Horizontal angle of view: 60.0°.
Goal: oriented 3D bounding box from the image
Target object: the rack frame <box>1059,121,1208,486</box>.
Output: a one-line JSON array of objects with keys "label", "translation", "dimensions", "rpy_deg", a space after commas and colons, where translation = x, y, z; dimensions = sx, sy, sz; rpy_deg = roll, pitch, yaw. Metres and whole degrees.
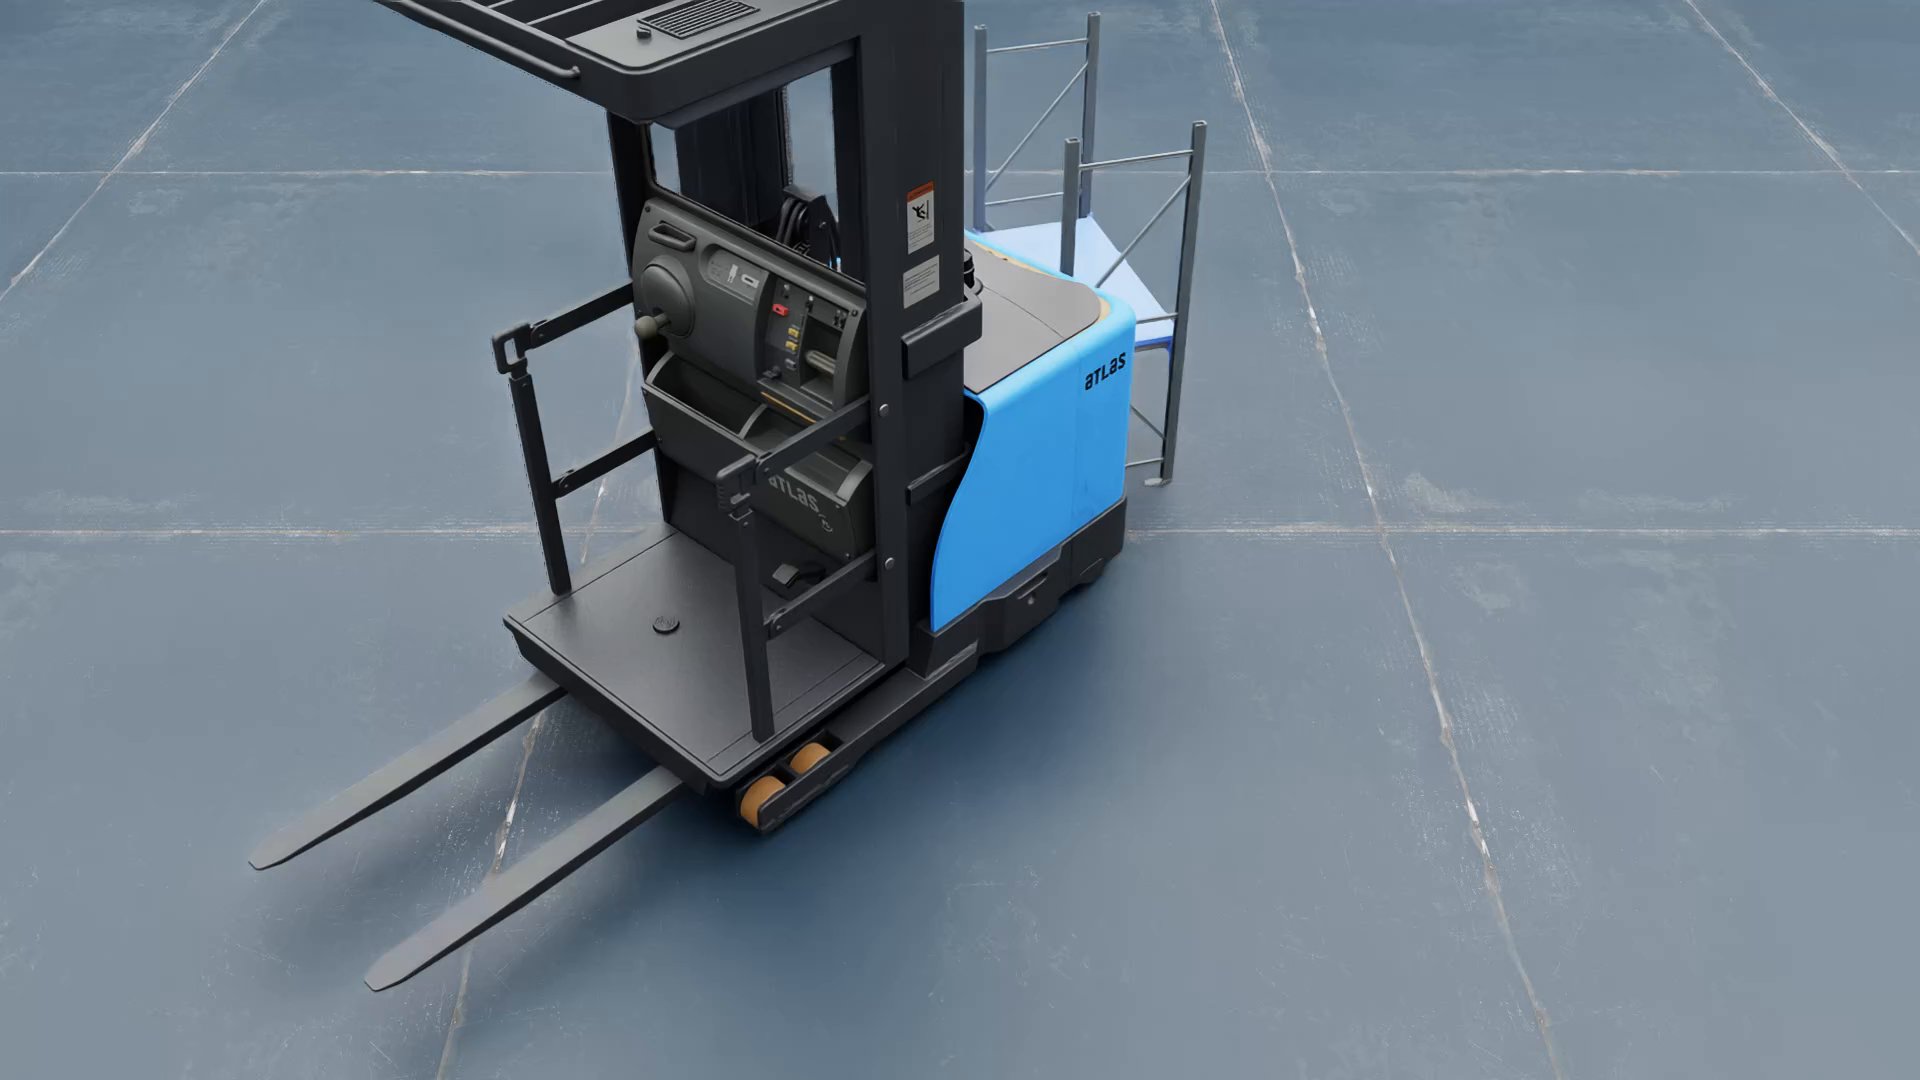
[{"label": "rack frame", "translation": [0.591, -0.779, 6.023], "dimensions": [0.500, 1.500, 0.032], "rpy_deg": [-11, 40, -13]}]

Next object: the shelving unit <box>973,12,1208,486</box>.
[{"label": "shelving unit", "translation": [0.444, -1.083, 6.402], "dimensions": [0.538, 1.500, 1.048], "rpy_deg": [-11, 40, -13]}]

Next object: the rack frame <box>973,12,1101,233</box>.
[{"label": "rack frame", "translation": [0.296, -1.387, 6.782], "dimensions": [0.500, 1.500, 0.032], "rpy_deg": [-11, 40, -13]}]

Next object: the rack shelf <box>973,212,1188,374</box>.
[{"label": "rack shelf", "translation": [0.444, -0.943, 6.515], "dimensions": [0.538, 0.185, 1.000], "rpy_deg": [-11, 40, -13]}]

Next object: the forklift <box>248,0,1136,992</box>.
[{"label": "forklift", "translation": [-0.767, -0.610, 4.668], "dimensions": [1.130, 2.935, 3.031], "rpy_deg": [30, 47, 32]}]
